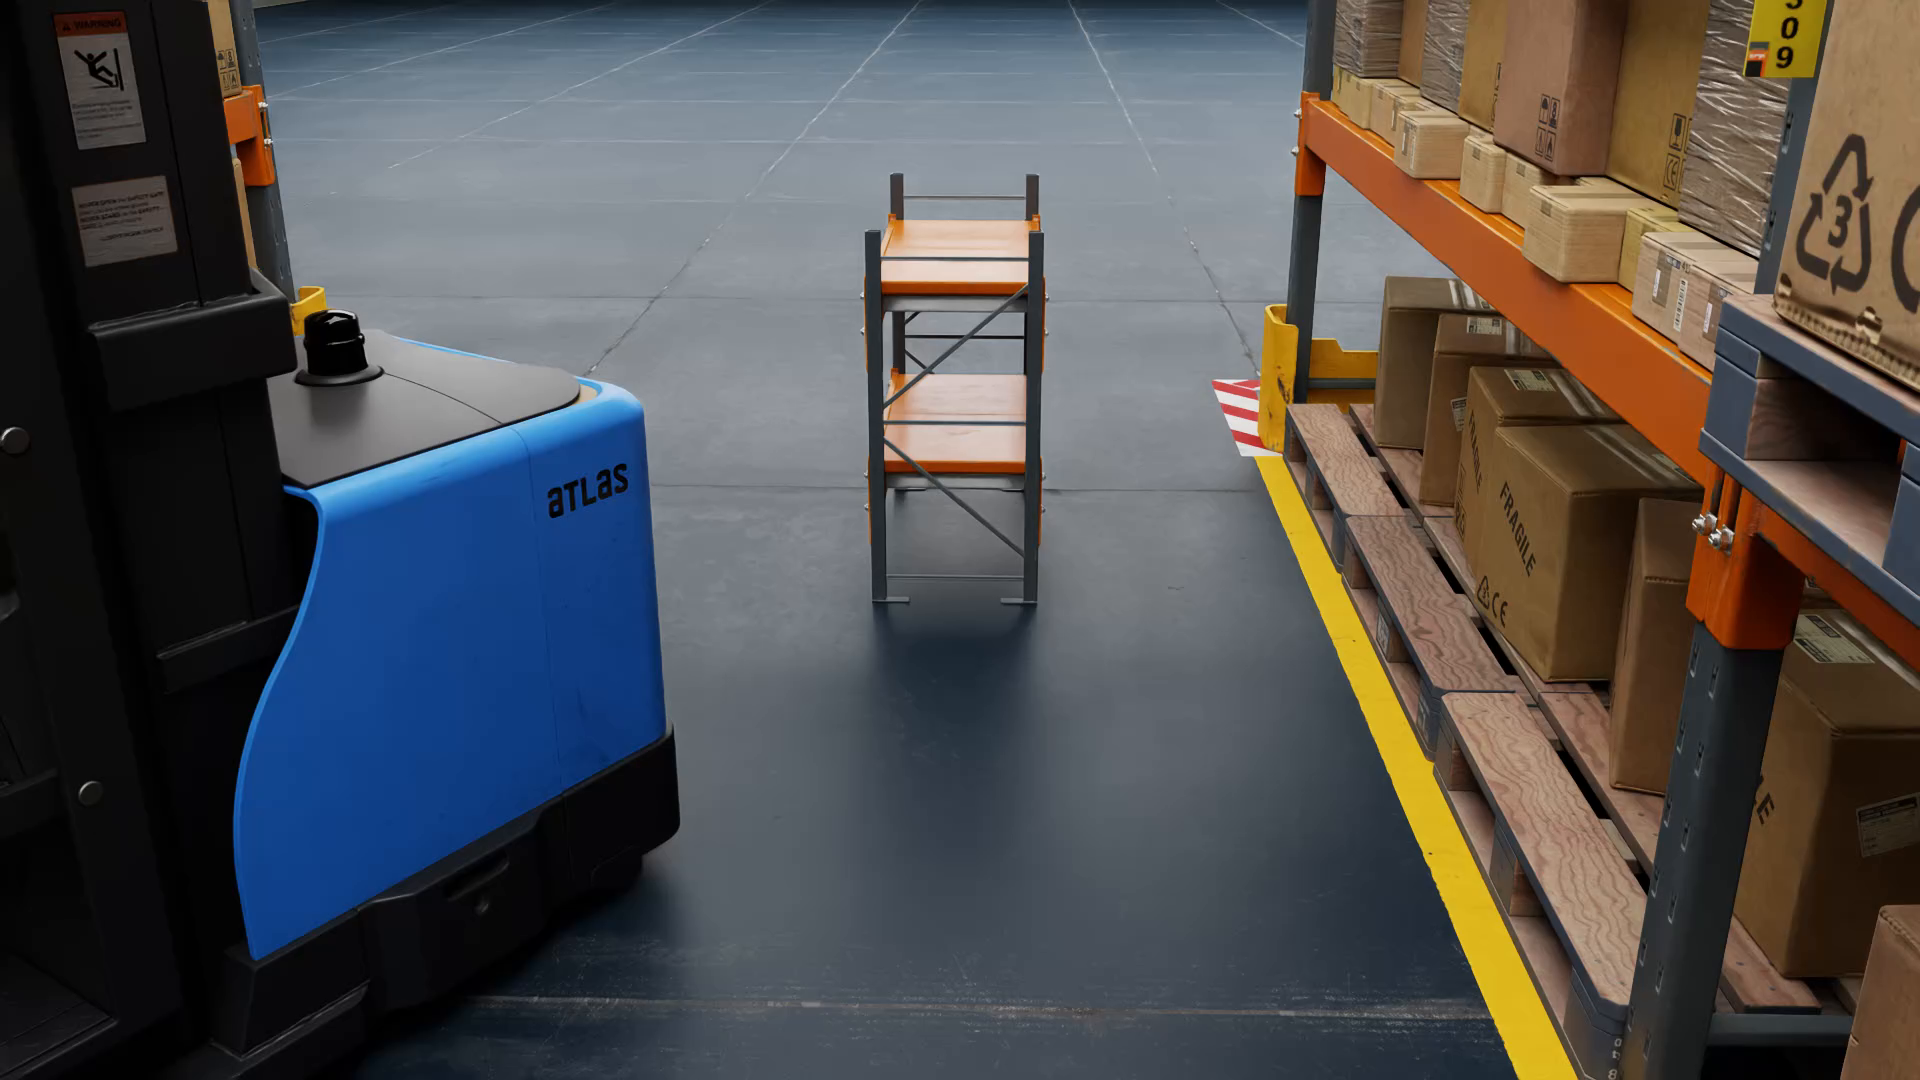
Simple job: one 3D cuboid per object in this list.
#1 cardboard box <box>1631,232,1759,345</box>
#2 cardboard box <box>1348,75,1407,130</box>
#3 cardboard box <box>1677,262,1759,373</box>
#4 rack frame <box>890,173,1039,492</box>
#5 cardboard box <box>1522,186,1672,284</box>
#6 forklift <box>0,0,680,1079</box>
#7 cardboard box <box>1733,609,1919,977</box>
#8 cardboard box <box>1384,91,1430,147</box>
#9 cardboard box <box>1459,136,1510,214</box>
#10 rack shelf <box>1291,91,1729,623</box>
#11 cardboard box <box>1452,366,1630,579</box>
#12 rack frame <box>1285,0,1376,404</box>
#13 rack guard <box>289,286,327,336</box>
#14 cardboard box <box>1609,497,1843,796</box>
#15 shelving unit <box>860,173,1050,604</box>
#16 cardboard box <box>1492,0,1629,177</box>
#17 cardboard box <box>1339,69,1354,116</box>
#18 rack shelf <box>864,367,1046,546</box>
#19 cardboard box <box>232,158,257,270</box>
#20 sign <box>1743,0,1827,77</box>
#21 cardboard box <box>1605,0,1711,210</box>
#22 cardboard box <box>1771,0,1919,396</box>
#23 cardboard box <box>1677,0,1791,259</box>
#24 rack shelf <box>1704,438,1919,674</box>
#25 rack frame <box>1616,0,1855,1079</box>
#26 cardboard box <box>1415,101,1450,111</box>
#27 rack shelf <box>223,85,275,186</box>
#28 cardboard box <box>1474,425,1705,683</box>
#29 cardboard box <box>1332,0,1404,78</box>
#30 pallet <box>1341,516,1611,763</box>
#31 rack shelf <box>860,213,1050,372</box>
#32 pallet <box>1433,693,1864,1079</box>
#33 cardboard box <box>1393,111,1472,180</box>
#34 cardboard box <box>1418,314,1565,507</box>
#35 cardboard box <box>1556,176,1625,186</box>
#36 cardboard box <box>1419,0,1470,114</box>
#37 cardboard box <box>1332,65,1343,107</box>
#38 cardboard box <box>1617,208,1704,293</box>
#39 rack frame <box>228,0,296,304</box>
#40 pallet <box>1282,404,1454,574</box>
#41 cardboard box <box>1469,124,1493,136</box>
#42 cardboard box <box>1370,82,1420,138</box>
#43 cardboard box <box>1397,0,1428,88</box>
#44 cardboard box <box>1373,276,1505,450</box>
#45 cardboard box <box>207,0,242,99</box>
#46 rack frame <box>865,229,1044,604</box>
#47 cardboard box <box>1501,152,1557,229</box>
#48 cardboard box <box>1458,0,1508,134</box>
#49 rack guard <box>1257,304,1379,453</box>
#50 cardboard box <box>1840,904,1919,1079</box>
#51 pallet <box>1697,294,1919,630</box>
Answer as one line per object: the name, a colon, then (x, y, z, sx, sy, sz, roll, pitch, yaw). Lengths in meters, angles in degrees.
cardboard box: (1.382, -0.425, 2.824, 0.380, 0.149, 0.250, 1, 21, 2)
cardboard box: (1.477, -1.419, 5.386, 0.380, 0.149, 0.250, 1, 21, 2)
cardboard box: (1.365, -0.334, 2.592, 0.380, 0.149, 0.250, 1, 21, 2)
rack frame: (0.015, -0.706, 5.793, 0.500, 1.125, 0.032, 1, 21, 2)
cardboard box: (1.346, -0.606, 3.292, 0.380, 0.149, 0.250, 1, 21, 2)
forklift: (-1.873, -0.331, 2.329, 1.130, 2.935, 3.031, 14, 25, 32)
cardboard box: (1.704, 0.455, 3.085, 0.500, 0.500, 0.500, 0, 21, 0)
cardboard box: (1.476, -1.238, 4.920, 0.380, 0.149, 0.250, 1, 21, 2)
cardboard box: (1.425, -0.877, 3.989, 0.380, 0.149, 0.250, 1, 21, 2)
rack shelf: (1.713, -0.758, 4.331, 1.077, 0.370, 4.000, 1, 21, 2)
cardboard box: (1.716, -0.179, 4.719, 0.500, 0.500, 0.500, 3, 21, 7)
rack frame: (1.774, -1.817, 6.065, 1.000, 3.000, 0.127, 1, 21, 2)
rack guard: (-3.180, -0.751, 6.774, 1.175, 0.500, 0.348, 1, 21, 2)
cardboard box: (1.714, 0.248, 3.619, 0.500, 0.500, 0.500, 8, 22, 19)
shelving unit: (0.000, -0.522, 5.319, 0.538, 1.125, 1.048, 1, 21, 2)
cardboard box: (1.692, -1.080, 3.617, 0.875, 0.500, 0.500, 1, 21, 2)
cardboard box: (1.500, -1.509, 5.619, 0.380, 0.149, 0.250, 1, 21, 2)
rack shelf: (0.000, -0.294, 5.408, 0.538, 0.278, 1.000, 1, 21, 2)
cardboard box: (-3.136, -0.867, 5.974, 0.875, 0.875, 0.875, 1, 21, 2)
sign: (1.109, -0.777, 2.189, 0.100, 0.325, 0.005, 1, 21, 2)
cardboard box: (1.778, -0.898, 3.148, 0.875, 0.500, 0.500, 1, 21, 2)
cardboard box: (1.488, -0.560, 1.417, 1.000, 1.000, 1.000, 1, 21, 2)
cardboard box: (1.727, -0.718, 2.683, 0.875, 0.500, 0.500, 1, 21, 2)
rack shelf: (1.591, 0.688, 0.604, 1.077, 0.370, 4.000, 1, 21, 2)
rack frame: (1.649, -0.371, 2.337, 0.949, 2.616, 0.053, 1, 21, 2)
cardboard box: (1.495, -1.147, 4.686, 0.380, 0.149, 0.250, 1, 21, 2)
rack shelf: (-3.242, -0.849, 4.566, 1.077, 0.370, 4.000, 1, 21, 2)
cardboard box: (1.654, 0.022, 4.200, 0.500, 0.500, 0.500, -1, 21, -3)
cardboard box: (1.729, -1.804, 5.481, 0.875, 0.500, 0.500, 1, 21, 2)
pallet: (1.671, 0.244, 4.608, 1.003, 0.211, 1.213, 1, 21, 2)
rack shelf: (0.000, -0.795, 5.213, 0.538, 0.278, 1.000, 1, 21, 2)
pallet: (1.637, 0.686, 3.469, 1.003, 0.211, 1.213, 1, 21, 2)
cardboard box: (1.384, -1.058, 4.456, 0.380, 0.149, 0.250, 1, 21, 2)
cardboard box: (1.754, -0.405, 5.302, 0.500, 0.500, 0.500, 6, 22, 16)
cardboard box: (1.485, -0.695, 3.521, 0.380, 0.149, 0.250, 1, 21, 2)
cardboard box: (1.776, -1.441, 4.547, 0.875, 0.500, 0.500, 1, 21, 2)
cardboard box: (1.527, -1.599, 5.851, 0.380, 0.149, 0.250, 1, 21, 2)
cardboard box: (1.449, -0.514, 3.055, 0.380, 0.149, 0.250, 1, 21, 2)
rack frame: (-3.181, -1.908, 6.300, 1.000, 3.000, 0.127, 1, 21, 2)
pallet: (1.711, -0.196, 5.742, 1.003, 0.211, 1.213, 1, 21, 2)
cardboard box: (1.509, -0.966, 4.220, 0.380, 0.149, 0.250, 1, 21, 2)
cardboard box: (1.490, -1.328, 5.153, 0.380, 0.149, 0.250, 1, 21, 2)
cardboard box: (1.834, -1.622, 5.012, 0.875, 0.500, 0.500, 1, 21, 2)
cardboard box: (1.738, -0.622, 5.860, 0.500, 0.500, 0.500, 5, 22, 12)
cardboard box: (-3.147, -1.843, 5.925, 0.875, 0.550, 0.550, 1, 21, 2)
rack frame: (-0.016, -0.338, 4.845, 0.500, 1.125, 0.032, 1, 21, 2)
cardboard box: (1.452, -0.786, 3.755, 0.380, 0.149, 0.250, 1, 21, 2)
cardboard box: (1.749, -1.261, 4.082, 0.875, 0.500, 0.500, 1, 21, 2)
rack guard: (1.771, -0.624, 6.446, 1.175, 0.500, 0.348, 1, 21, 2)
cardboard box: (1.612, 0.811, 2.138, 0.700, 0.500, 0.500, -1, 21, -3)
pallet: (1.483, -0.006, 1.664, 1.003, 0.211, 1.213, 1, 21, 2)
